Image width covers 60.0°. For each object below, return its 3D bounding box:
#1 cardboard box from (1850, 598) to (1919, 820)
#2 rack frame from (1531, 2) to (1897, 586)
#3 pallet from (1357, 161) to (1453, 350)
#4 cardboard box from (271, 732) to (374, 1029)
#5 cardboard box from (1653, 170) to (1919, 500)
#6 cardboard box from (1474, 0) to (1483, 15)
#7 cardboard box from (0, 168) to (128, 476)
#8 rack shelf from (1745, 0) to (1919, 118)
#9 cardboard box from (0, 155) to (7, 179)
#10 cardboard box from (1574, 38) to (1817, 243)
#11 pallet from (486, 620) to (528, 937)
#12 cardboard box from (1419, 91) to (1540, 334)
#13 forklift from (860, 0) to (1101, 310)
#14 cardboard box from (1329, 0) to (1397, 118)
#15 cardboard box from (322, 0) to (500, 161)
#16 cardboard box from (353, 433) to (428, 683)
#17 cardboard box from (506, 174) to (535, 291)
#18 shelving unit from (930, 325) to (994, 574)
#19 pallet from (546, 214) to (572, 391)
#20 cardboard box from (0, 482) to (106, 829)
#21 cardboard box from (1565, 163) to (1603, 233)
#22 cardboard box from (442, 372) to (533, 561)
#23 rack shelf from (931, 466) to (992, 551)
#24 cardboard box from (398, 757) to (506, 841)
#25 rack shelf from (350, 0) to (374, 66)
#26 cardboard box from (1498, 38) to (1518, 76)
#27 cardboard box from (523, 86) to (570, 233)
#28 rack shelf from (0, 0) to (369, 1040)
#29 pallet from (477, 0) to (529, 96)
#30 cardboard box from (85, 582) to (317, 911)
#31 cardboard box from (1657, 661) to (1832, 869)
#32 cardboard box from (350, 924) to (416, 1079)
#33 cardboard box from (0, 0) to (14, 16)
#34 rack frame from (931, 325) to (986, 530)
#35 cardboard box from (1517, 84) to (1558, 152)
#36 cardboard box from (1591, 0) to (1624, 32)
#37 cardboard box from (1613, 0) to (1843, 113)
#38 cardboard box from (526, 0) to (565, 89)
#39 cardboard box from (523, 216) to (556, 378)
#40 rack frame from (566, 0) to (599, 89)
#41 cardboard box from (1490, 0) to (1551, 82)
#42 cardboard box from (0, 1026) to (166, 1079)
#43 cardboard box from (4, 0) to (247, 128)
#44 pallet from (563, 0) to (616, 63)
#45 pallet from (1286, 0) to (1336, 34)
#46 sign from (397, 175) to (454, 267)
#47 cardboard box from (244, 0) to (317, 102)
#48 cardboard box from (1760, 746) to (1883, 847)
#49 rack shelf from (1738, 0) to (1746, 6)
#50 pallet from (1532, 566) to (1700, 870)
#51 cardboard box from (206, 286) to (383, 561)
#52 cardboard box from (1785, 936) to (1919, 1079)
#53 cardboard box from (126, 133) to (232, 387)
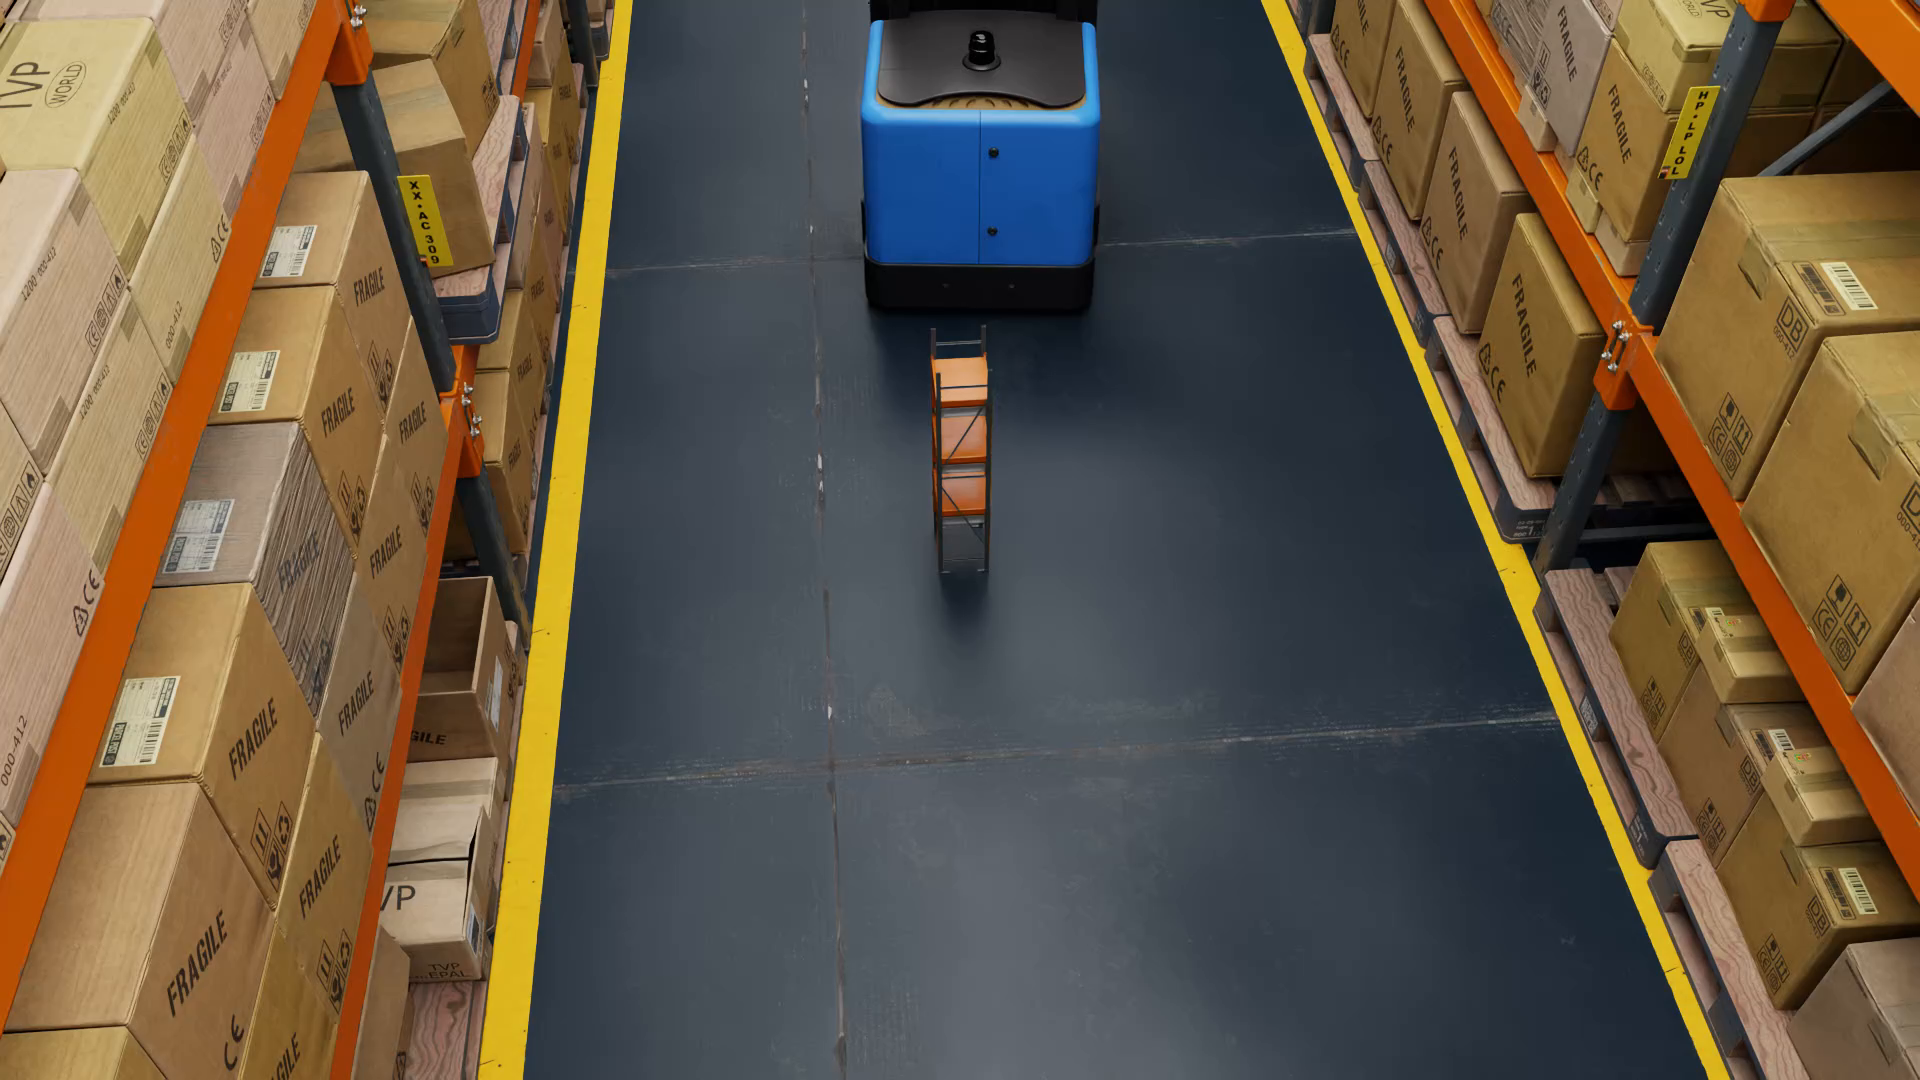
[{"bbox_3d":[2.945,0.423,4.077,0.980,0.700,0.700,-6,47,-5],"label":"cardboard box"},{"bbox_3d":[2.789,-0.922,5.557,1.000,3.000,0.127,-3,47,-3],"label":"rack frame"},{"bbox_3d":[2.544,-1.402,7.932,1.003,0.211,1.213,-3,47,-3],"label":"pallet"},{"bbox_3d":[-1.714,0.806,3.851,0.500,0.500,0.500,-3,47,-3],"label":"cardboard box"},{"bbox_3d":[2.818,-0.632,5.076,0.980,0.700,0.700,-3,47,-3],"label":"cardboard box"},{"bbox_3d":[2.390,-2.375,7.093,0.380,0.149,0.250,-3,47,-3],"label":"cardboard box"},{"bbox_3d":[-1.716,-0.349,2.708,0.500,0.250,0.500,-3,47,-3],"label":"cardboard box"},{"bbox_3d":[2.957,-0.259,3.359,1.077,0.370,4.000,-3,47,-3],"label":"rack shelf"},{"bbox_3d":[-1.926,-0.594,2.423,0.700,0.500,0.500,-3,47,-3],"label":"cardboard box"},{"bbox_3d":[2.499,-1.384,5.707,0.500,0.500,0.500,-4,47,-4],"label":"cardboard box"},{"bbox_3d":[-2.090,0.838,5.811,1.003,0.211,1.213,-3,47,-3],"label":"pallet"},{"bbox_3d":[2.528,-1.432,7.232,0.750,0.750,0.750,-2,47,-2],"label":"cardboard box"},{"bbox_3d":[0.119,-3.125,7.691,1.130,2.935,3.031,1,47,1],"label":"forklift"},{"bbox_3d":[2.385,-2.681,8.415,0.750,0.750,0.750,-4,47,-4],"label":"cardboard box"},{"bbox_3d":[-2.084,-1.647,5.886,0.700,0.500,0.500,3,47,3],"label":"cardboard box"},{"bbox_3d":[-1.805,0.066,4.552,0.500,0.500,0.500,-2,47,-2],"label":"cardboard box"},{"bbox_3d":[-2.028,-1.256,6.776,0.500,0.250,0.500,-3,47,-3],"label":"cardboard box"},{"bbox_3d":[0.004,-0.322,6.332,0.215,1.050,0.252,-3,47,-3],"label":"shelving unit"},{"bbox_3d":[-2.358,-1.130,7.675,1.003,0.211,1.213,-3,47,-3],"label":"pallet"},{"bbox_3d":[-1.674,0.185,2.547,0.500,0.250,0.500,-3,47,-3],"label":"cardboard box"},{"bbox_3d":[2.434,-1.251,6.028,0.380,0.149,0.250,-3,47,-3],"label":"cardboard box"},{"bbox_3d":[-1.944,-0.275,6.363,0.500,0.500,0.500,-5,47,-5],"label":"cardboard box"},{"bbox_3d":[0.004,-0.124,6.542,0.215,0.259,0.240,-3,47,-3],"label":"rack shelf"},{"bbox_3d":[-1.725,0.873,5.517,0.380,0.149,0.250,-3,47,-3],"label":"cardboard box"},{"bbox_3d":[-2.314,-2.849,5.812,1.077,0.370,4.000,-3,47,-3],"label":"rack shelf"},{"bbox_3d":[2.416,-1.992,6.730,0.380,0.149,0.250,-5,47,-4],"label":"cardboard box"},{"bbox_3d":[-2.126,-1.767,7.776,0.500,0.500,0.500,-5,47,-5],"label":"cardboard box"},{"bbox_3d":[-1.979,0.045,3.071,1.077,0.370,4.000,-3,47,-3],"label":"rack shelf"},{"bbox_3d":[-2.314,-2.039,6.748,1.003,0.211,1.213,-3,47,-3],"label":"pallet"},{"bbox_3d":[-1.718,0.453,3.497,0.500,0.500,0.500,-4,47,-4],"label":"cardboard box"},{"bbox_3d":[2.788,0.704,5.450,0.700,0.500,0.500,-4,47,-4],"label":"cardboard box"},{"bbox_3d":[-1.984,1.448,4.729,0.797,0.503,0.637,-3,47,-3],"label":"cardboard box"},{"bbox_3d":[-2.167,-1.308,3.099,0.700,0.500,0.500,-3,47,-3],"label":"cardboard box"},{"bbox_3d":[-0.006,-0.411,6.416,0.200,1.050,0.008,-3,47,-3],"label":"rack frame"},{"bbox_3d":[2.377,-1.629,6.386,0.380,0.149,0.250,-3,47,-3],"label":"cardboard box"},{"bbox_3d":[2.462,-2.016,5.790,0.500,0.250,0.500,-3,47,-2],"label":"cardboard box"},{"bbox_3d":[2.495,-1.646,5.439,0.500,0.250,0.500,-2,47,-2],"label":"cardboard box"},{"bbox_3d":[-2.160,-2.359,7.820,0.500,0.250,0.500,-2,47,-2],"label":"cardboard box"},{"bbox_3d":[-2.034,-1.022,7.071,0.500,0.500,0.500,-3,47,-3],"label":"cardboard box"},{"bbox_3d":[-2.482,-3.512,8.010,1.000,3.000,0.127,-3,47,-3],"label":"rack frame"},{"bbox_3d":[2.413,-2.117,6.401,0.500,0.500,0.500,-3,47,-3],"label":"cardboard box"},{"bbox_3d":[-1.638,1.183,2.806,0.500,0.500,0.500,-3,47,-3],"label":"cardboard box"},{"bbox_3d":[-1.797,-1.073,3.393,0.500,0.250,0.500,-3,47,-3],"label":"cardboard box"},{"bbox_3d":[-2.512,-3.151,9.589,1.003,0.211,1.213,-3,47,-3],"label":"pallet"},{"bbox_3d":[2.390,-3.423,9.846,1.003,0.211,1.213,-3,47,-3],"label":"pallet"},{"bbox_3d":[-1.607,-0.954,4.992,0.100,0.325,0.005,-3,47,-3],"label":"sign"},{"bbox_3d":[-1.841,-1.262,3.917,0.500,0.250,0.500,-3,47,-3],"label":"cardboard box"},{"bbox_3d":[2.640,0.754,4.956,0.380,0.149,0.250,-5,47,-4],"label":"cardboard box"},{"bbox_3d":[2.622,-3.153,6.100,1.077,0.370,4.000,-3,47,-3],"label":"rack shelf"},{"bbox_3d":[2.775,0.592,6.044,1.003,0.211,1.213,-3,47,-3],"label":"pallet"},{"bbox_3d":[-1.801,-0.276,4.188,0.500,0.500,0.500,-4,47,-4],"label":"cardboard box"},{"bbox_3d":[2.881,1.461,4.733,0.700,0.500,0.500,-5,47,-5],"label":"cardboard box"},{"bbox_3d":[-1.759,-0.539,3.232,0.500,0.250,0.500,-3,47,-3],"label":"cardboard box"}]
